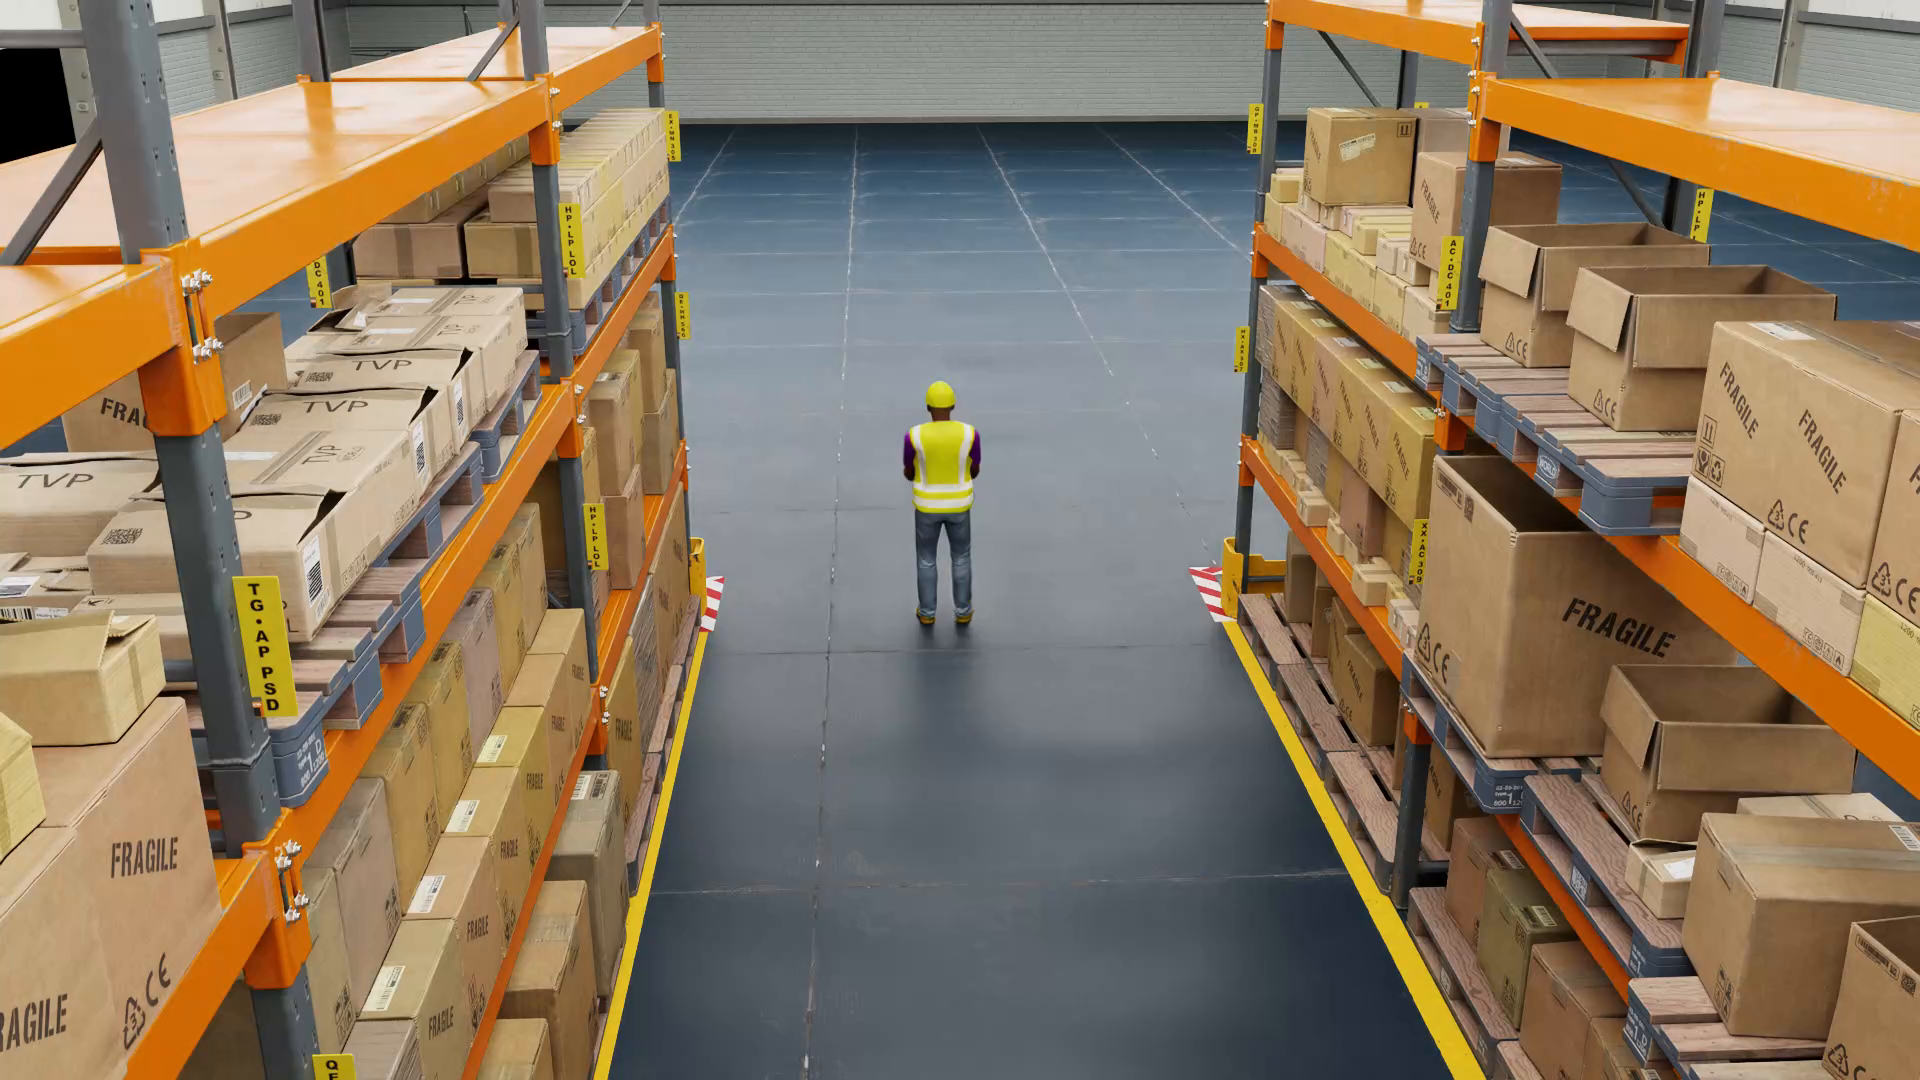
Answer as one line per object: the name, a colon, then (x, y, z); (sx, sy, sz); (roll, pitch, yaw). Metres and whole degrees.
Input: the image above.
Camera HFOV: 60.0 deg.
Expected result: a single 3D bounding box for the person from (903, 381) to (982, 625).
person: (-0.130, -0.280, 11.799); (0.553, 1.769, 0.532); (-1, 20, -4)
